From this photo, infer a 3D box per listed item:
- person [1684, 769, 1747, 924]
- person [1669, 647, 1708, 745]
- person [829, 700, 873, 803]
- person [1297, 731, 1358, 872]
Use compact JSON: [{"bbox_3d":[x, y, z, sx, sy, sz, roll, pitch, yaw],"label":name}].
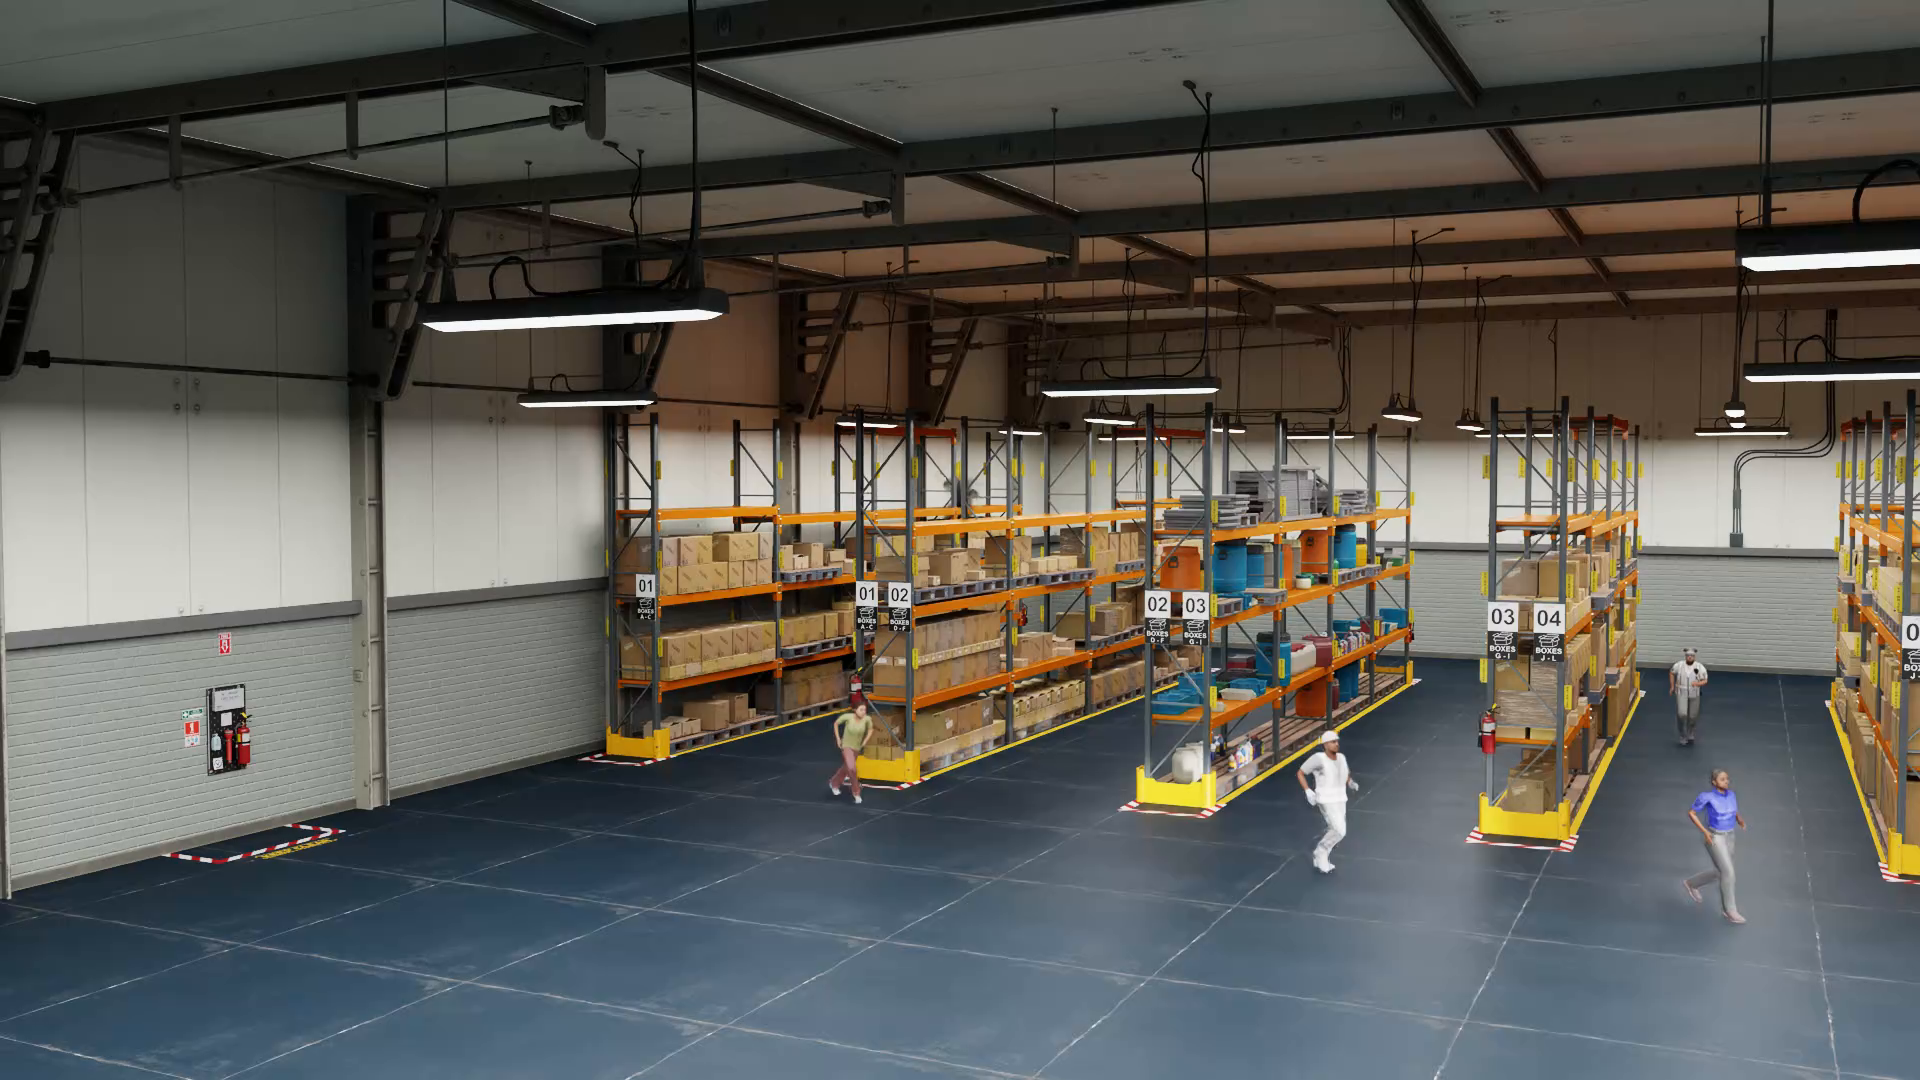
[{"bbox_3d":[8.518,3.395,18.710,0.571,1.667,0.843,-1,3,-24],"label":"person"},{"bbox_3d":[13.282,2.854,30.316,0.627,1.815,0.826,1,3,20],"label":"person"},{"bbox_3d":[-1.667,3.188,25.324,0.595,1.590,0.945,-1,3,-26],"label":"person"},{"bbox_3d":[4.626,3.240,20.577,0.672,1.741,0.650,-2,3,-36],"label":"person"}]
